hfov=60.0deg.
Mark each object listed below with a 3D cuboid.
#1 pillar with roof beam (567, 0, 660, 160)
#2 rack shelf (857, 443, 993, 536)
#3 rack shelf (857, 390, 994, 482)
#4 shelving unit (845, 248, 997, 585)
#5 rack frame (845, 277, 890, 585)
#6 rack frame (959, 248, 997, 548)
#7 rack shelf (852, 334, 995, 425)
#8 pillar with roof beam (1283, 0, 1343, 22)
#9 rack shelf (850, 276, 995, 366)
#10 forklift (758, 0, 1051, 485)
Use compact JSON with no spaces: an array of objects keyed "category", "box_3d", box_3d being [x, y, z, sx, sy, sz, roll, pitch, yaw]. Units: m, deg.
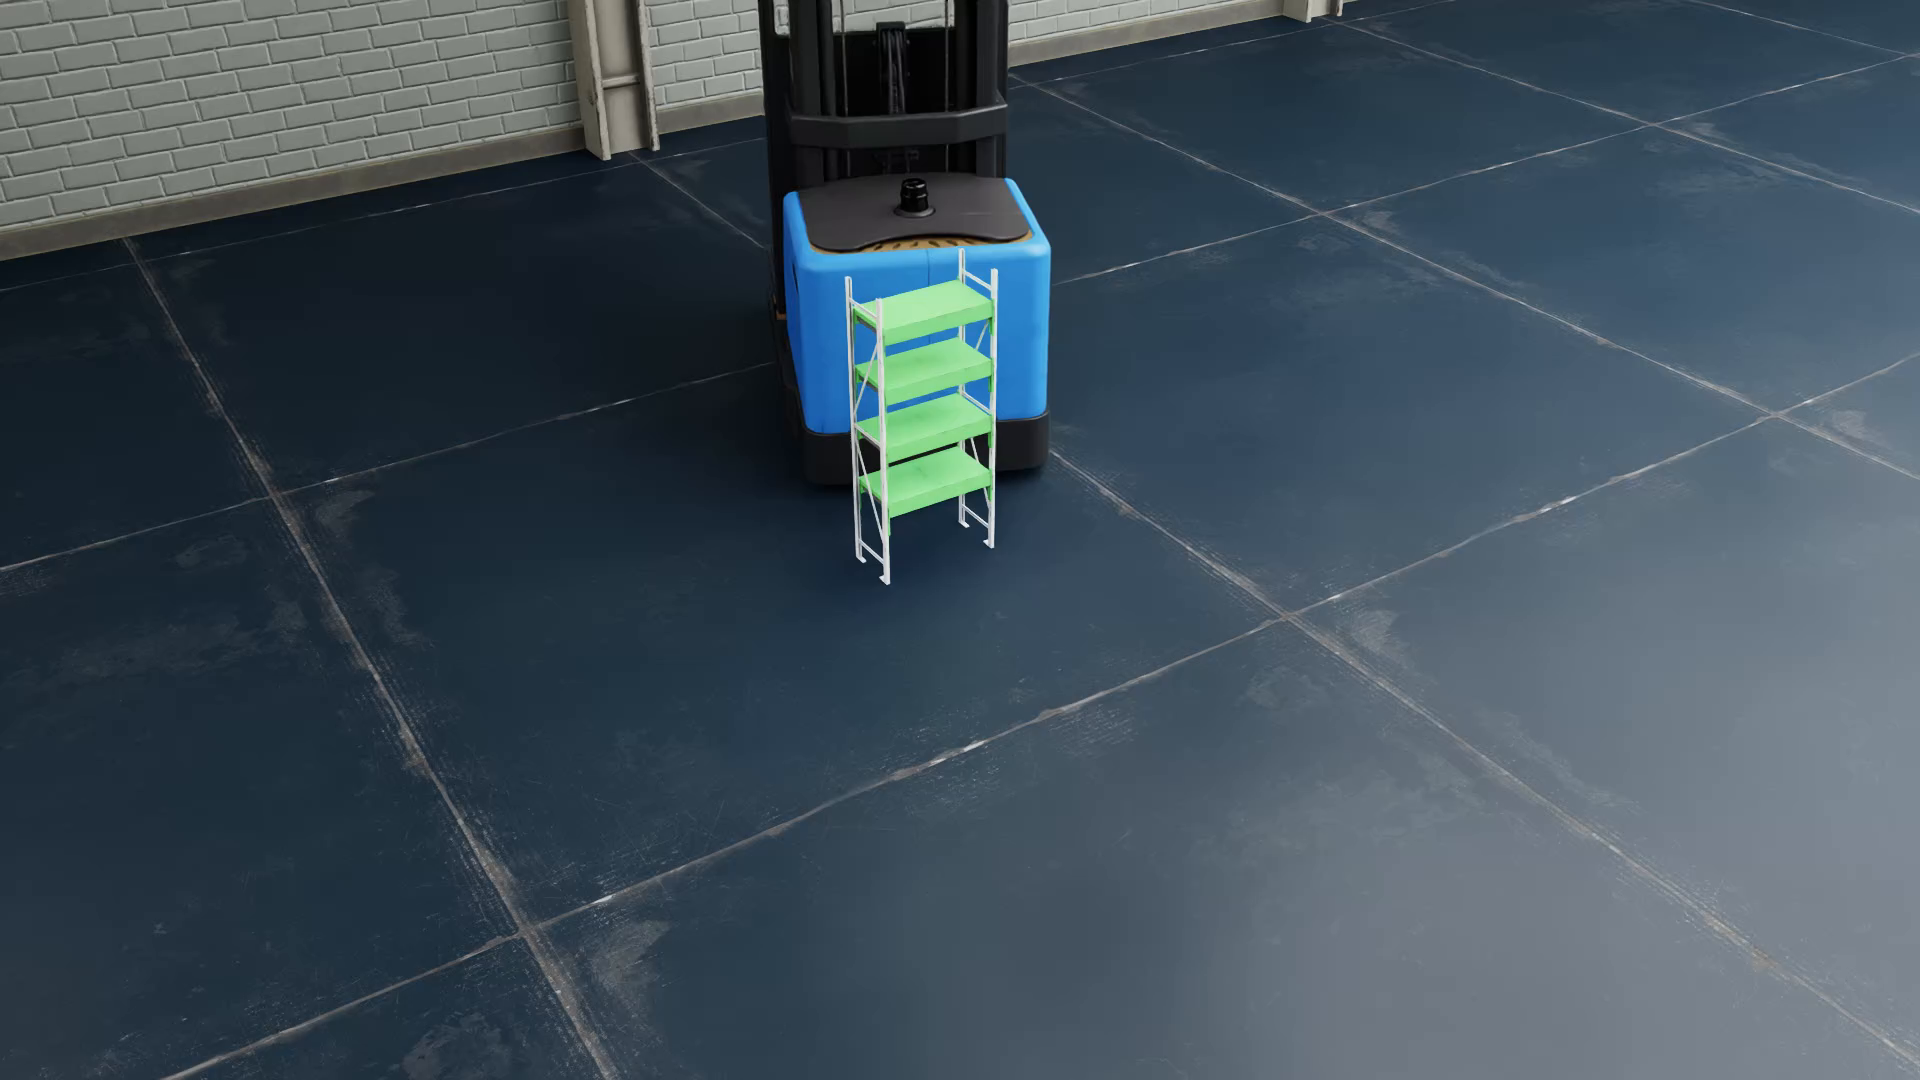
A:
[{"category":"pillar with roof beam","box_3d":[0.145,-4.415,5.315,0.400,9.000,9.100,-19,37,-27]},{"category":"rack shelf","box_3d":[-0.139,-0.203,6.516,0.480,0.148,0.258,-19,37,-27]},{"category":"rack shelf","box_3d":[-0.139,-0.406,6.388,0.480,0.148,0.258,-19,37,-27]},{"category":"shelving unit","box_3d":[-0.139,-0.460,6.354,0.503,1.200,0.258,-19,37,-27]},{"category":"rack frame","box_3d":[-0.344,-0.389,6.242,0.015,1.200,0.240,-19,37,-27]},{"category":"rack frame","box_3d":[0.066,-0.530,6.466,0.015,1.200,0.240,-19,37,-27]},{"category":"rack shelf","box_3d":[-0.139,-0.609,6.260,0.480,0.148,0.258,-19,37,-27]},{"category":"pillar with roof beam","box_3d":[5.188,-6.149,8.064,0.400,9.000,9.100,-19,37,-27]},{"category":"rack shelf","box_3d":[-0.139,-0.812,6.132,0.480,0.148,0.258,-19,37,-27]},{"category":"forklift","box_3d":[-0.373,-2.241,7.556,1.130,2.935,3.031,-5,33,-8]}]
